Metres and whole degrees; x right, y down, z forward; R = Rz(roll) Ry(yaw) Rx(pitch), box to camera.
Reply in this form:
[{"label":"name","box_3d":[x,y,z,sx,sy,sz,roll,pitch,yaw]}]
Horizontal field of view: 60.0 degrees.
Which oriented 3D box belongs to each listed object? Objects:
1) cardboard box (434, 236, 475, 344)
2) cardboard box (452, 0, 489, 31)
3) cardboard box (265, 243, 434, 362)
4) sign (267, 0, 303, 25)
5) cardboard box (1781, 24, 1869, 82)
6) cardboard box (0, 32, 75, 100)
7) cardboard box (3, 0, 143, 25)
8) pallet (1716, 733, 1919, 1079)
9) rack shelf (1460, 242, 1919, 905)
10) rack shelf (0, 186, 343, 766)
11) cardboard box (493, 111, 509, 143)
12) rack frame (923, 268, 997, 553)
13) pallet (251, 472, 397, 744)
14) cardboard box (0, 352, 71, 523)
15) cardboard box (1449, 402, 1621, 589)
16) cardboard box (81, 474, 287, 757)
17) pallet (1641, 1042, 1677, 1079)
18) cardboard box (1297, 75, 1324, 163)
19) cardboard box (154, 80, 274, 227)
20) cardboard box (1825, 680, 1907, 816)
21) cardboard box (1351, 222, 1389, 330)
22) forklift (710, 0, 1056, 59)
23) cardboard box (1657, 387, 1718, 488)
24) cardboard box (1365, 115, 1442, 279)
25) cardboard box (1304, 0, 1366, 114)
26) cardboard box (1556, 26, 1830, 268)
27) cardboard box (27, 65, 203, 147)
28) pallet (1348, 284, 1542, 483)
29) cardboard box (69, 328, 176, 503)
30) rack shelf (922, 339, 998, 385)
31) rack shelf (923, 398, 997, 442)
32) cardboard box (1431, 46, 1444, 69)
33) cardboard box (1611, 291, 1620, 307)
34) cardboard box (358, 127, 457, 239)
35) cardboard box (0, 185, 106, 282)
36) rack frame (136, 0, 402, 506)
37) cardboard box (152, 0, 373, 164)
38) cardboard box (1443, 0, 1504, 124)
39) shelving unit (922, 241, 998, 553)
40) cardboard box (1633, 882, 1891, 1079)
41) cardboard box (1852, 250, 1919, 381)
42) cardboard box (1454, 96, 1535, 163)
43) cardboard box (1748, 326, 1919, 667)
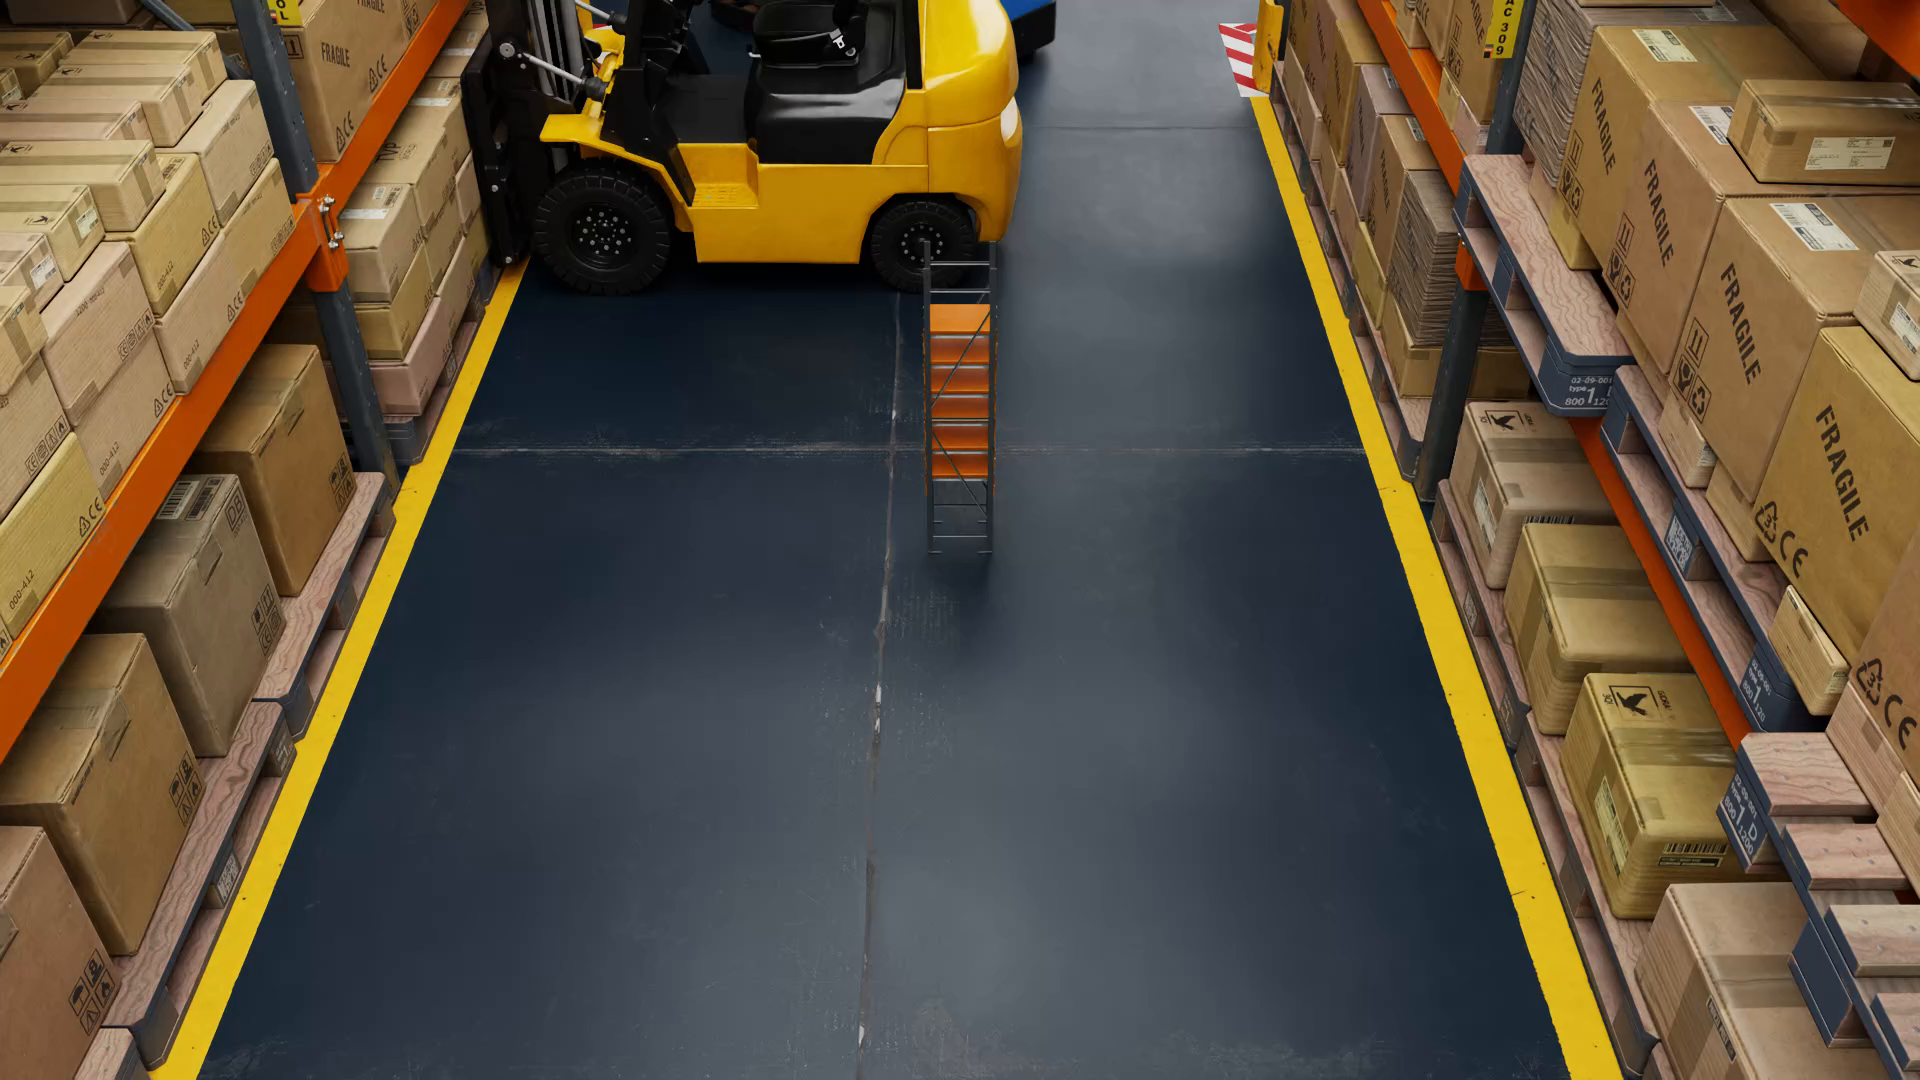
[{"label":"cardboard box","box_3d":[-2.373,-1.054,7.029,0.500,0.250,0.500,-1,39,-1]},{"label":"cardboard box","box_3d":[-2.362,-2.402,7.912,0.500,0.250,0.500,0,39,1]},{"label":"cardboard box","box_3d":[-2.379,-0.931,6.476,0.500,0.250,0.500,0,39,0]},{"label":"sign","box_3d":[-2.144,-1.770,5.197,0.100,0.325,0.005,0,39,0]},{"label":"cardboard box","box_3d":[2.509,-1.069,4.531,0.500,0.500,0.500,0,39,0]},{"label":"cardboard box","box_3d":[-2.901,-1.415,5.018,0.380,0.149,0.250,-1,39,-1]},{"label":"cardboard box","box_3d":[-2.944,-1.835,5.543,0.380,0.149,0.250,0,39,0]},{"label":"pallet","box_3d":[2.174,0.782,3.029,1.213,0.211,1.003,0,39,0]},{"label":"rack shelf","box_3d":[2.279,0.183,4.198,1.077,0.370,4.000,0,39,0]},{"label":"rack shelf","box_3d":[-2.685,0.189,4.191,1.077,0.370,4.000,0,39,0]},{"label":"cardboard box","box_3d":[-2.370,-1.876,7.656,0.500,0.250,0.500,0,39,0]},{"label":"rack frame","box_3d":[0.000,-0.420,5.815,0.240,1.200,0.006,0,39,0]},{"label":"pallet","box_3d":[-2.647,0.206,5.824,1.003,0.211,1.213,0,39,0]},{"label":"cardboard box","box_3d":[-2.446,-0.215,3.840,0.500,0.250,0.500,0,39,1]},{"label":"cardboard box","box_3d":[2.280,-0.159,5.815,0.950,0.372,0.625,0,39,1]},{"label":"cardboard box","box_3d":[-2.682,0.232,5.125,0.875,0.625,0.625,0,39,0]},{"label":"pallet","box_3d":[2.282,1.753,3.894,1.003,0.211,1.213,0,39,0]},{"label":"cardboard box","box_3d":[1.989,-2.117,8.356,0.500,0.250,0.500,1,39,2]},{"label":"cardboard box","box_3d":[-2.431,-1.172,5.034,0.500,0.250,0.500,-1,39,-1]},{"label":"cardboard box","box_3d":[1.936,0.400,3.217,0.380,0.149,0.250,-2,39,-2]},{"label":"cardboard box","box_3d":[1.997,-1.142,7.139,0.500,0.250,0.500,-1,39,-1]},{"label":"forklift","box_3d":[-0.887,-4.432,9.437,3.031,2.935,1.130,28,47,31]},{"label":"cardboard box","box_3d":[1.935,-0.253,4.032,0.380,0.149,0.250,1,39,2]},{"label":"cardboard box","box_3d":[2.005,-1.420,6.886,0.500,0.500,0.500,1,39,1]},{"label":"cardboard box","box_3d":[2.002,-2.387,8.093,0.500,0.500,0.500,-1,39,-2]},{"label":"cardboard box","box_3d":[1.992,-1.061,4.521,0.500,0.500,0.500,0,39,0]},{"label":"cardboard box","box_3d":[-2.446,-1.260,4.825,0.380,0.149,0.250,-1,39,-1]},{"label":"pallet","box_3d":[2.241,-0.680,6.930,1.003,0.211,1.213,0,39,0]},{"label":"cardboard box","box_3d":[-2.449,-0.344,4.401,0.500,0.250,0.500,0,39,0]},{"label":"rack shelf","box_3d":[0.000,-0.630,5.764,0.258,0.103,0.180,0,39,0]},{"label":"rack shelf","box_3d":[0.000,-0.443,5.914,0.258,0.103,0.180,0,39,0]},{"label":"cardboard box","box_3d":[2.056,-1.926,6.455,0.380,0.149,0.250,-1,39,-1]},{"label":"cardboard box","box_3d":[2.030,-0.735,4.634,0.380,0.149,0.250,2,39,3]},{"label":"cardboard box","box_3d":[-2.364,-1.446,6.719,0.500,0.250,0.500,0,39,0]},{"label":"cardboard box","box_3d":[-2.428,-0.778,4.224,0.380,0.149,0.250,-1,39,-1]},{"label":"rack frame","box_3d":[-2.687,-1.342,5.527,1.000,3.000,0.127,0,39,0]},{"label":"cardboard box","box_3d":[-2.426,-1.659,5.842,0.500,0.500,0.500,-1,39,-1]},{"label":"cardboard box","box_3d":[2.027,-1.781,5.756,0.500,0.500,0.500,-1,39,-1]},{"label":"shelving unit","box_3d":[0.000,-0.477,5.886,0.258,1.200,0.189,0,39,0]},{"label":"cardboard box","box_3d":[2.282,1.200,4.120,0.950,0.372,0.625,-1,39,-1]},{"label":"cardboard box","box_3d":[1.997,-0.442,3.230,0.380,0.149,0.250,-2,39,-2]},{"label":"cardboard box","box_3d":[1.971,-1.451,5.863,0.380,0.149,0.250,0,39,-1]},{"label":"cardboard box","box_3d":[1.989,-0.089,3.309,0.500,0.500,0.500,-3,39,-3]}]
